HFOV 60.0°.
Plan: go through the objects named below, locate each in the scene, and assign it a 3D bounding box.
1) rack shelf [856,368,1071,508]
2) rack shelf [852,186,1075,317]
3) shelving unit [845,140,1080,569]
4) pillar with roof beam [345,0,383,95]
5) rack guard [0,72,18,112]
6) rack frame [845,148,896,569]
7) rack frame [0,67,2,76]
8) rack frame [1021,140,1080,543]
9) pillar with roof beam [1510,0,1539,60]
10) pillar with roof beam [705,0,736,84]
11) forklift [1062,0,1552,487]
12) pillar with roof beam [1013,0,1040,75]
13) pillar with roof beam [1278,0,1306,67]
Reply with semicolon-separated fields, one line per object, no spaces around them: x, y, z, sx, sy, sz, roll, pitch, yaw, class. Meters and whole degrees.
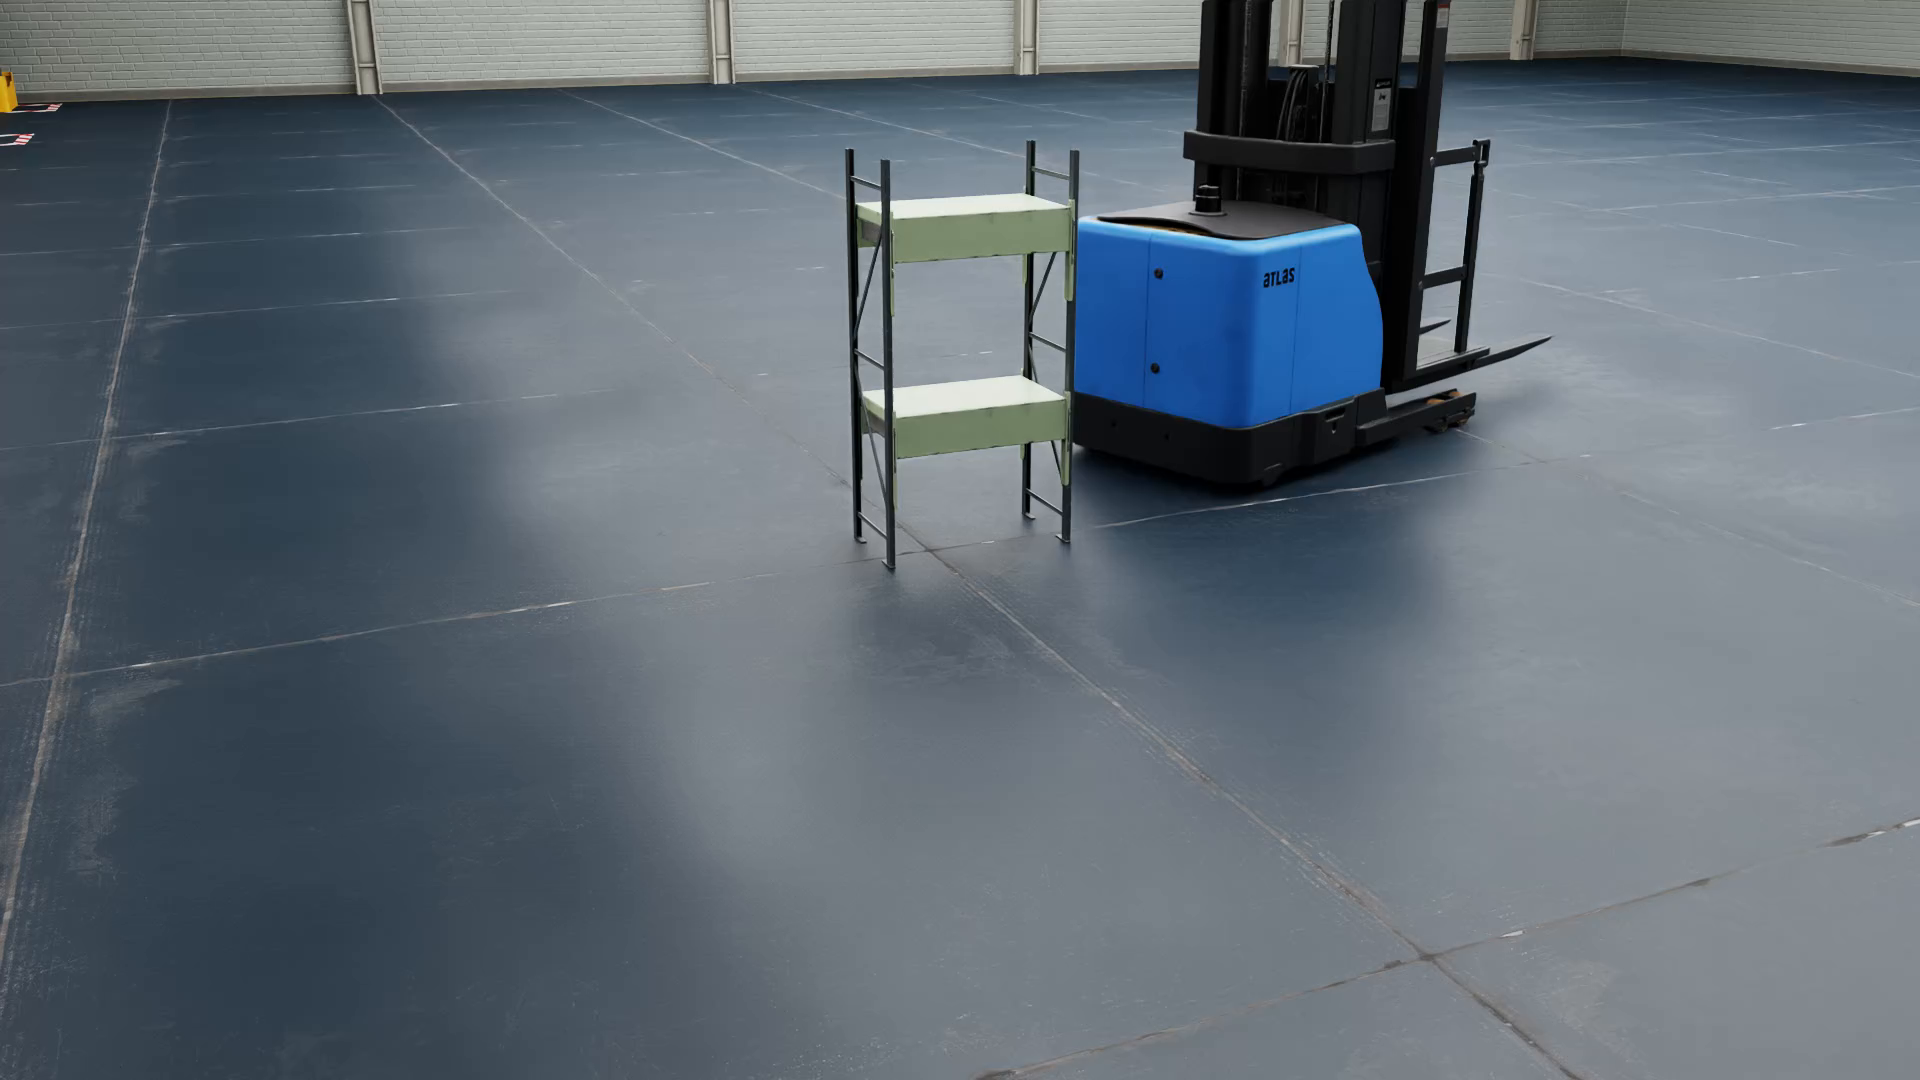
0.006;-0.401;6.384;0.720;0.370;0.431;-8;21;-22;rack shelf
0.006;-1.076;6.146;0.720;0.370;0.431;-8;21;-22;rack shelf
0.006;-0.708;6.275;0.755;1.500;0.431;-8;21;-22;shelving unit
-8.046;-10.305;22.239;0.400;9.000;9.100;-8;21;-22;pillar with roof beam
-14.242;-6.639;24.626;0.348;0.500;1.175;-8;21;-22;rack guard
-0.330;-0.660;6.139;0.023;1.500;0.400;-8;21;-22;rack frame
-14.264;-7.815;24.202;0.127;3.000;1.000;-8;21;-22;rack frame
0.342;-0.756;6.412;0.023;1.500;0.400;-8;21;-22;rack frame
13.991;-13.462;31.206;0.400;9.000;9.100;-8;21;-22;pillar with roof beam
-2.537;-11.094;24.481;0.400;9.000;9.100;-8;21;-22;pillar with roof beam
1.877;-2.006;7.807;3.031;2.935;1.130;-18;26;-41;forklift
2.972;-11.883;26.723;0.400;9.000;9.100;-8;21;-22;pillar with roof beam
8.481;-12.673;28.964;0.400;9.000;9.100;-8;21;-22;pillar with roof beam
